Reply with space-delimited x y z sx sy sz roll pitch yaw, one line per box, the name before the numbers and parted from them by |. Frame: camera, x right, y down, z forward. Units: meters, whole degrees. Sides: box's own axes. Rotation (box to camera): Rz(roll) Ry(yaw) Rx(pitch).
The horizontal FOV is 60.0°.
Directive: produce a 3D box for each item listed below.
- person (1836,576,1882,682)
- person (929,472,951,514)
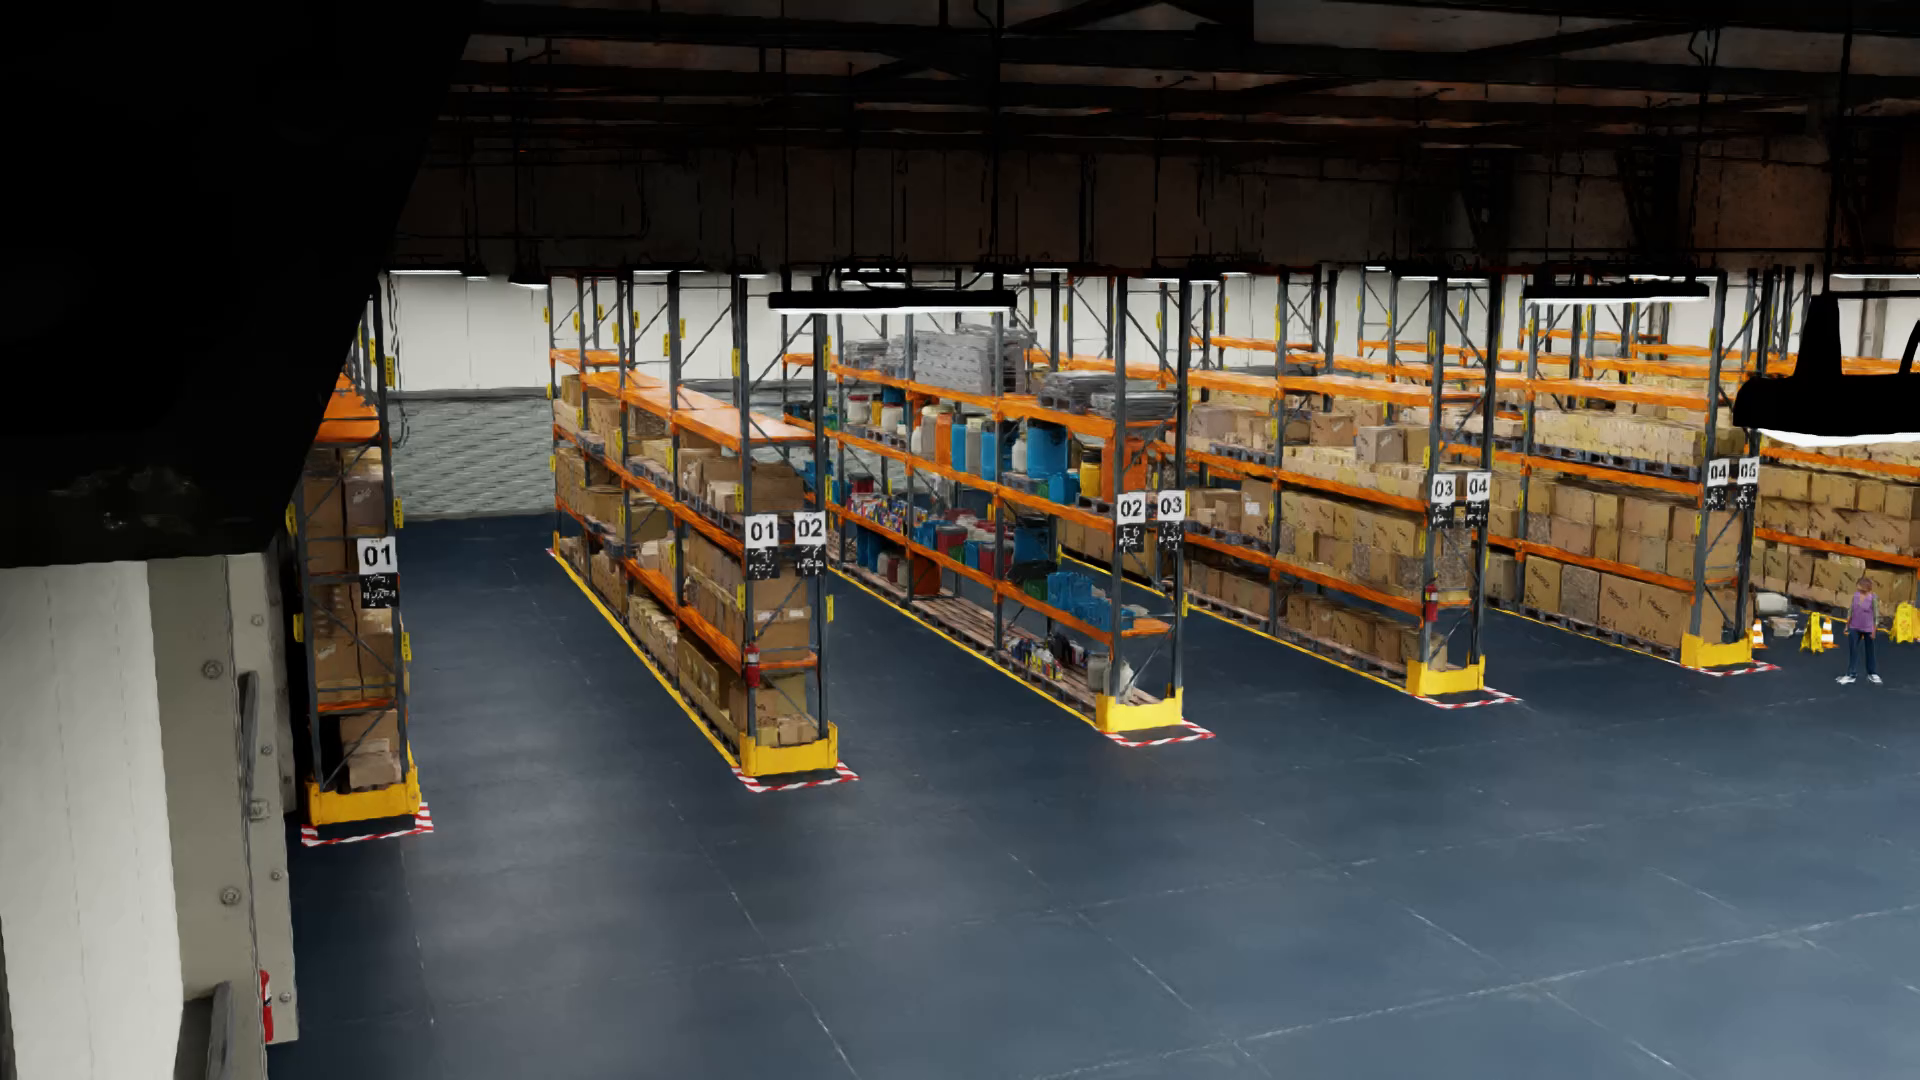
person | 13.330 1.321 24.511 0.501 1.595 0.539 -8 12 -37
person | -0.444 -1.018 37.517 0.543 1.700 1.115 -3 10 -19
